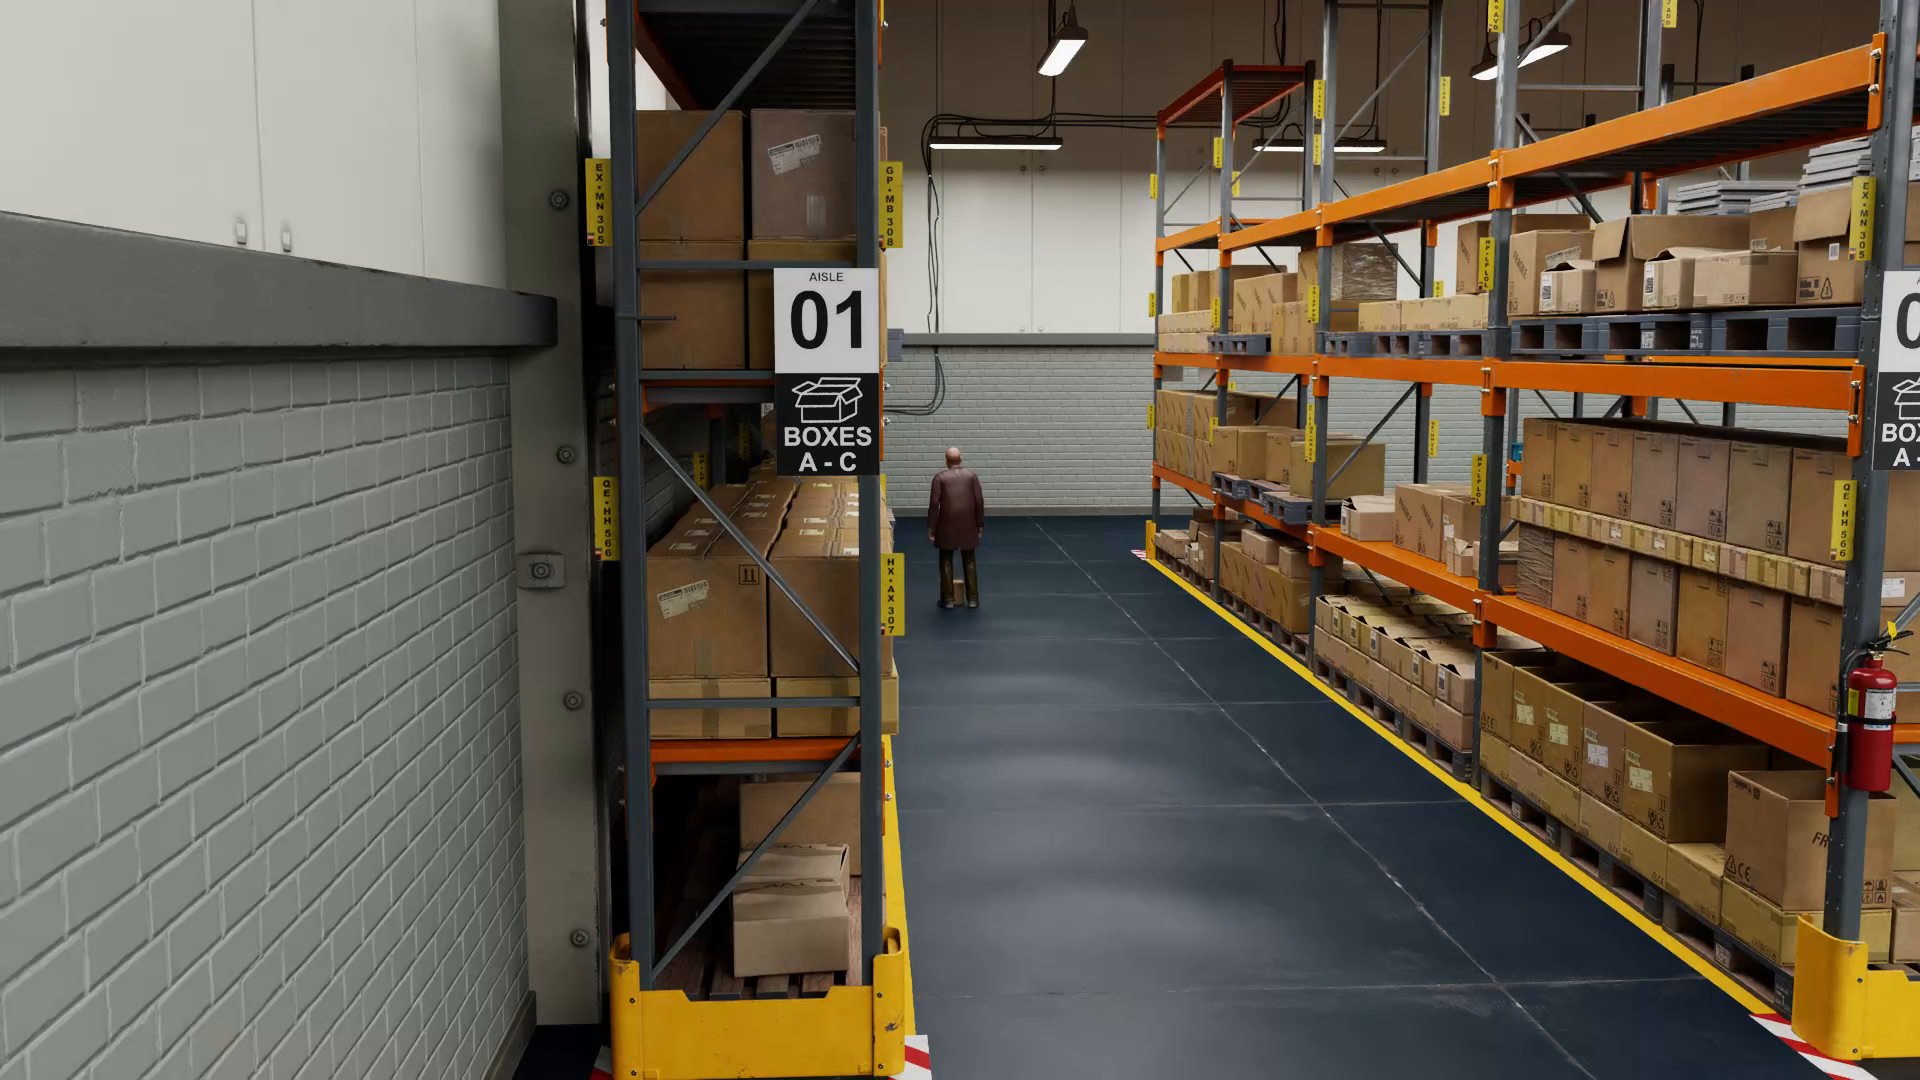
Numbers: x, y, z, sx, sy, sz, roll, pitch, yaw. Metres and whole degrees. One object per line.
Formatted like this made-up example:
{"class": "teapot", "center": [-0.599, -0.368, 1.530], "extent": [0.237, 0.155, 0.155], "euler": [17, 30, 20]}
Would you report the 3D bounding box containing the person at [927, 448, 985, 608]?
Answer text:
{"class": "person", "center": [-0.045, -0.138, 18.469], "extent": [0.655, 1.774, 0.420], "euler": [-1, 7, -10]}
